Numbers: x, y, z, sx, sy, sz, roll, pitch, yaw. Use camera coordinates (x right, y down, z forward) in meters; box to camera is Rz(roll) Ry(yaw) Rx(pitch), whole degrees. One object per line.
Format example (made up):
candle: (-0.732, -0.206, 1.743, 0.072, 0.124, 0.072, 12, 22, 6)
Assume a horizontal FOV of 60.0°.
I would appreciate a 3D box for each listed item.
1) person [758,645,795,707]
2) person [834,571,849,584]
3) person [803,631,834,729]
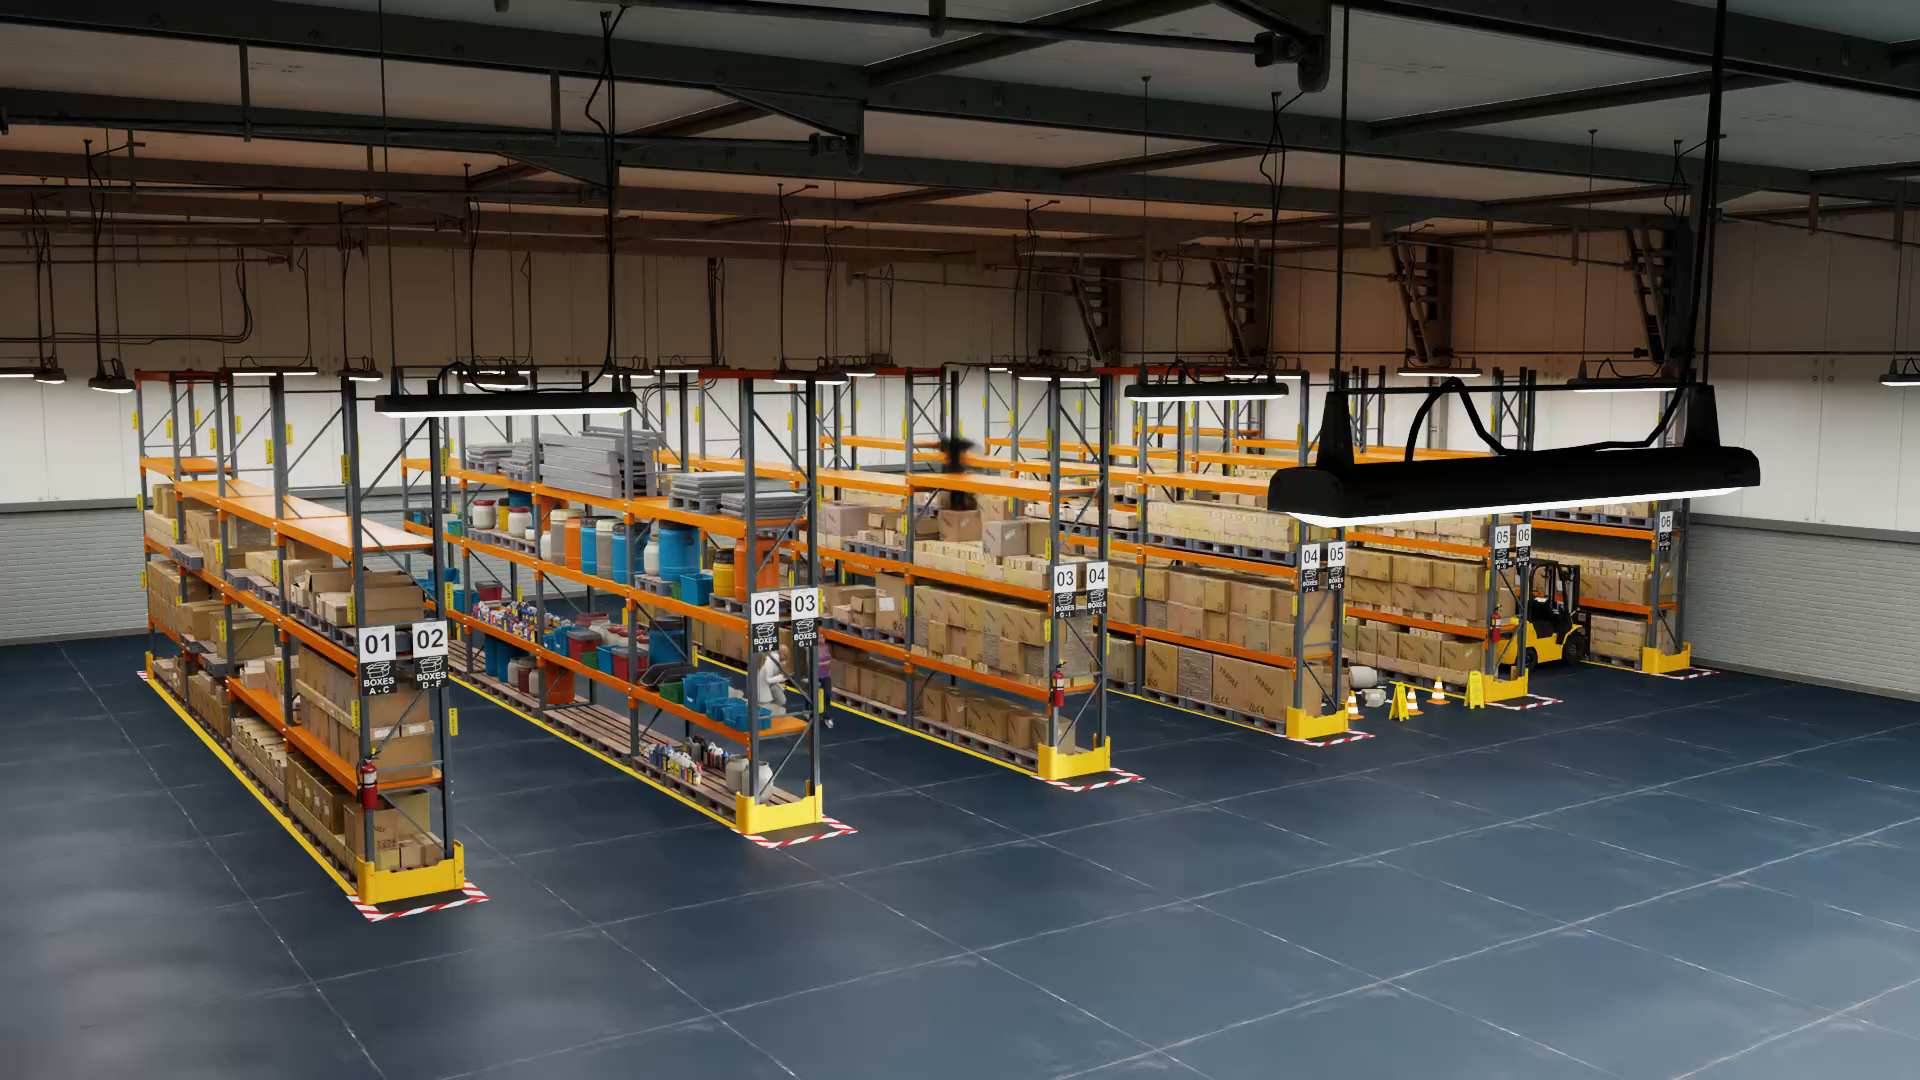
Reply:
person: (-3.136, 2.450, 27.711, 1.047, 1.498, 0.728, 3, 7, 28)
person: (-3.067, 0.711, 42.516, 0.682, 1.672, 0.767, 4, 8, 34)
person: (-2.388, 2.335, 28.181, 0.517, 1.606, 0.831, -4, 8, -34)
